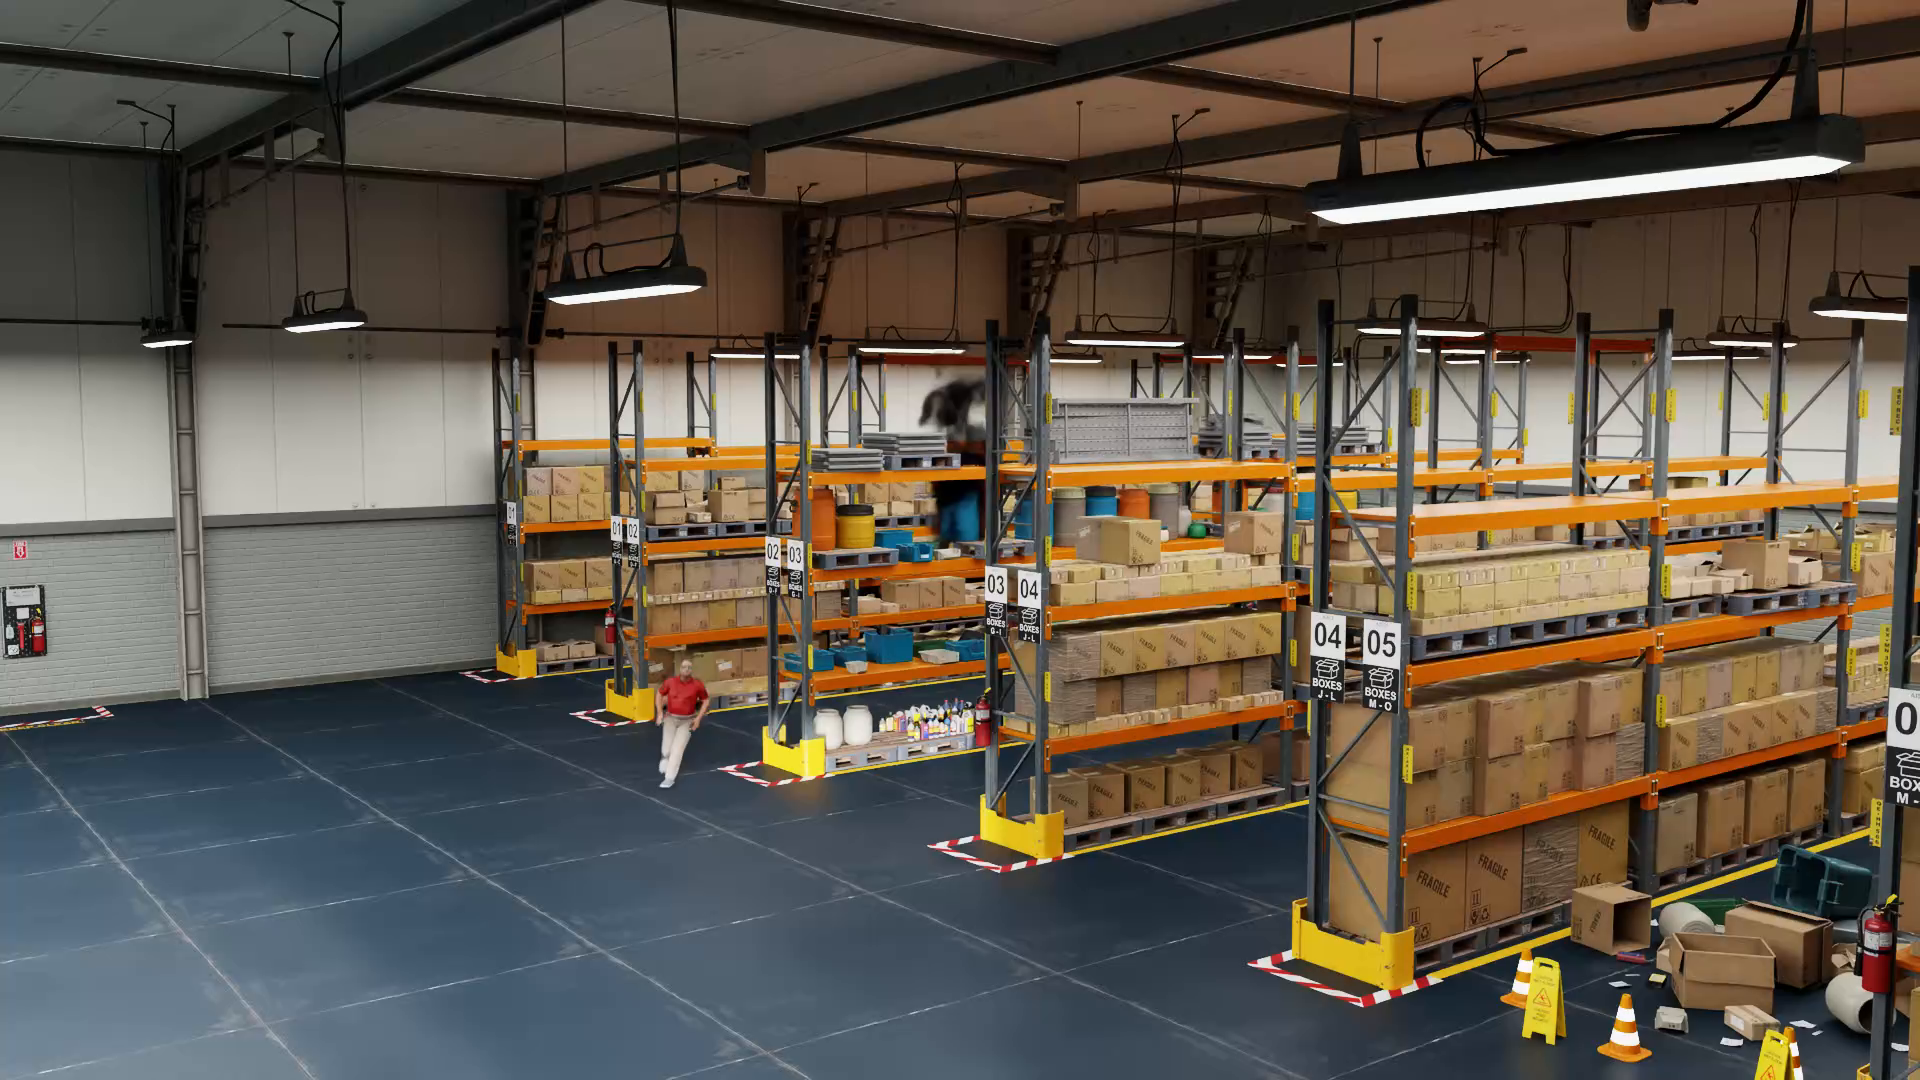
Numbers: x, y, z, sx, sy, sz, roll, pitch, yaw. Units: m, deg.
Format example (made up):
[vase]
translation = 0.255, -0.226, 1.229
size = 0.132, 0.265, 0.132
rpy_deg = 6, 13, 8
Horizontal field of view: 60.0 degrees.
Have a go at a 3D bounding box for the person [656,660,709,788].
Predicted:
[person]
translation = -3.675, 2.408, 22.026
size = 0.701, 1.654, 0.618
rpy_deg = 0, 5, -3
